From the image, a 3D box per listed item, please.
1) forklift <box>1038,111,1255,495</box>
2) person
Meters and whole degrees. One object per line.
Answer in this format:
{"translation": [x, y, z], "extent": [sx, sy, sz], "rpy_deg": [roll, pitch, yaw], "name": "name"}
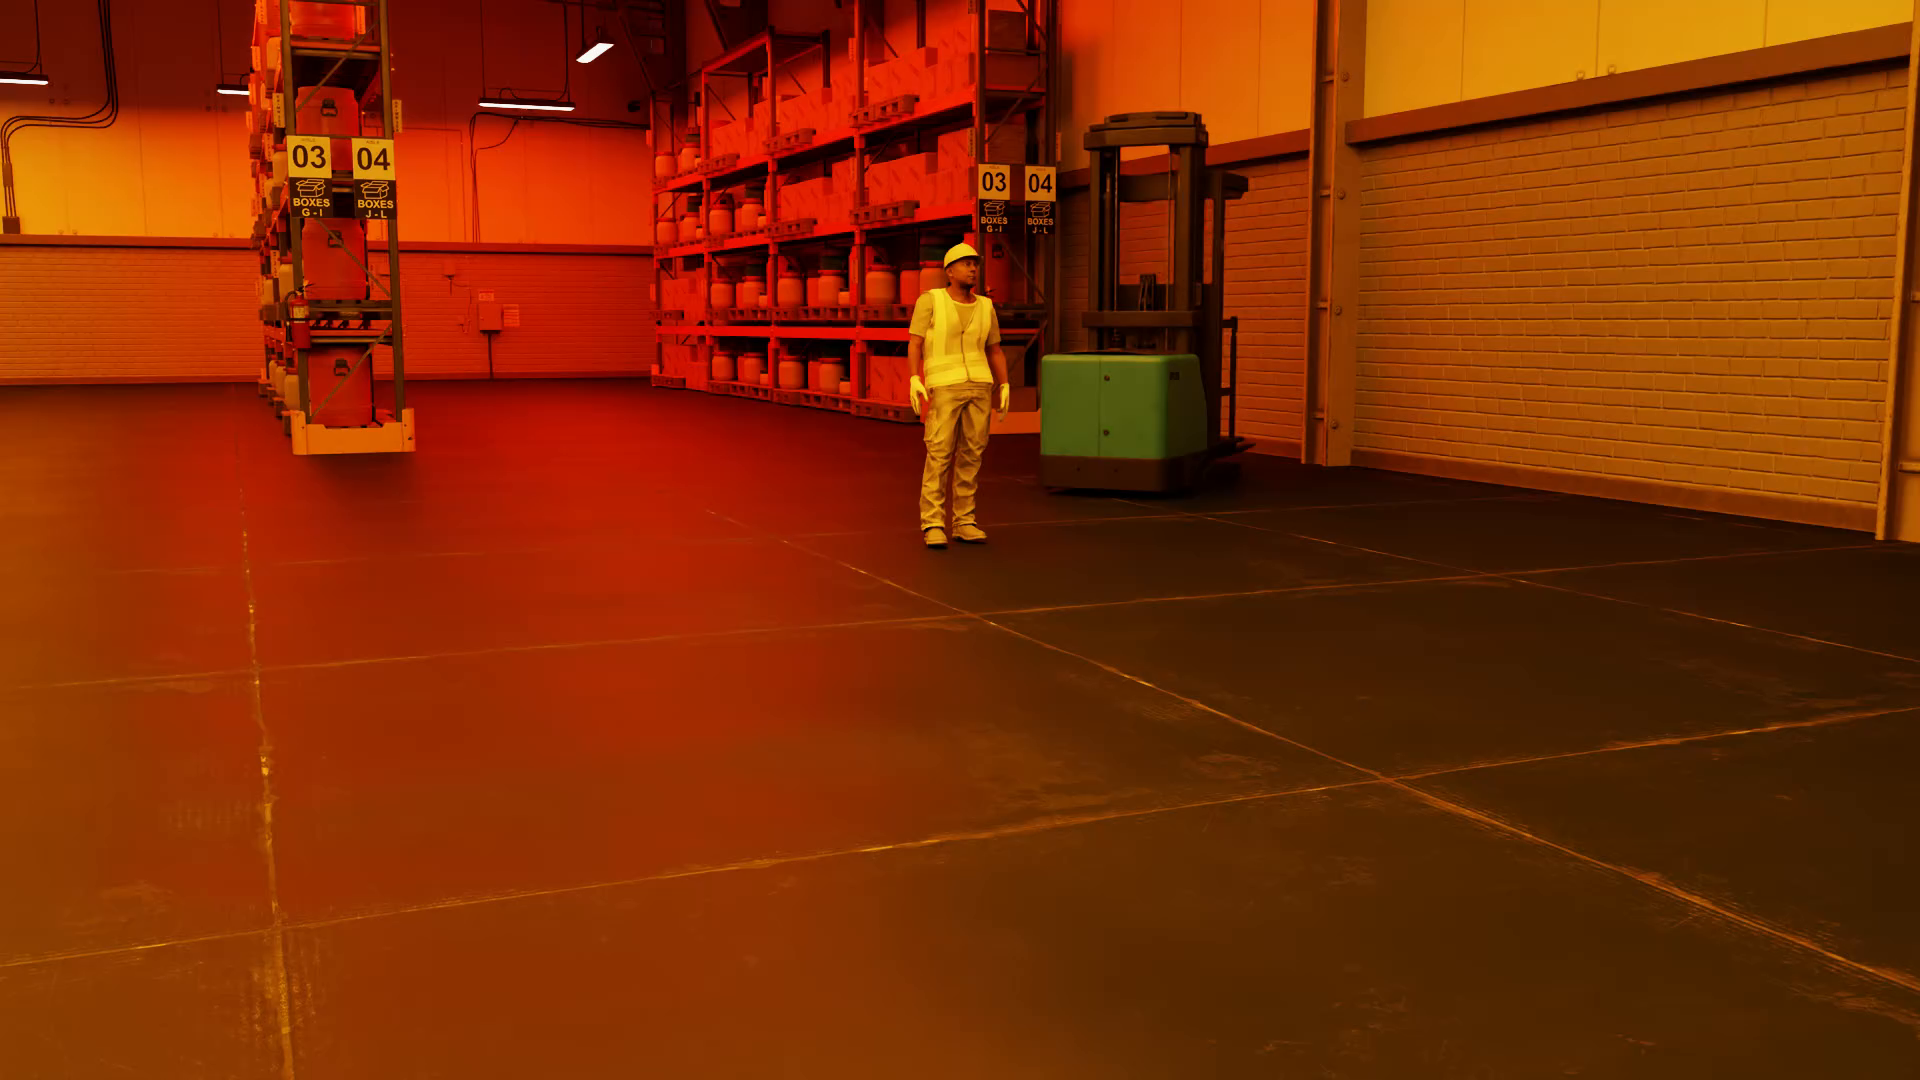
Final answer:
{"translation": [1.702, -1.942, 13.674], "extent": [1.130, 2.935, 3.031], "rpy_deg": [4, 8, 26], "name": "forklift"}
{"translation": [0.021, -0.882, 9.968], "extent": [0.656, 1.781, 0.577], "rpy_deg": [-3, 8, -23], "name": "person"}
